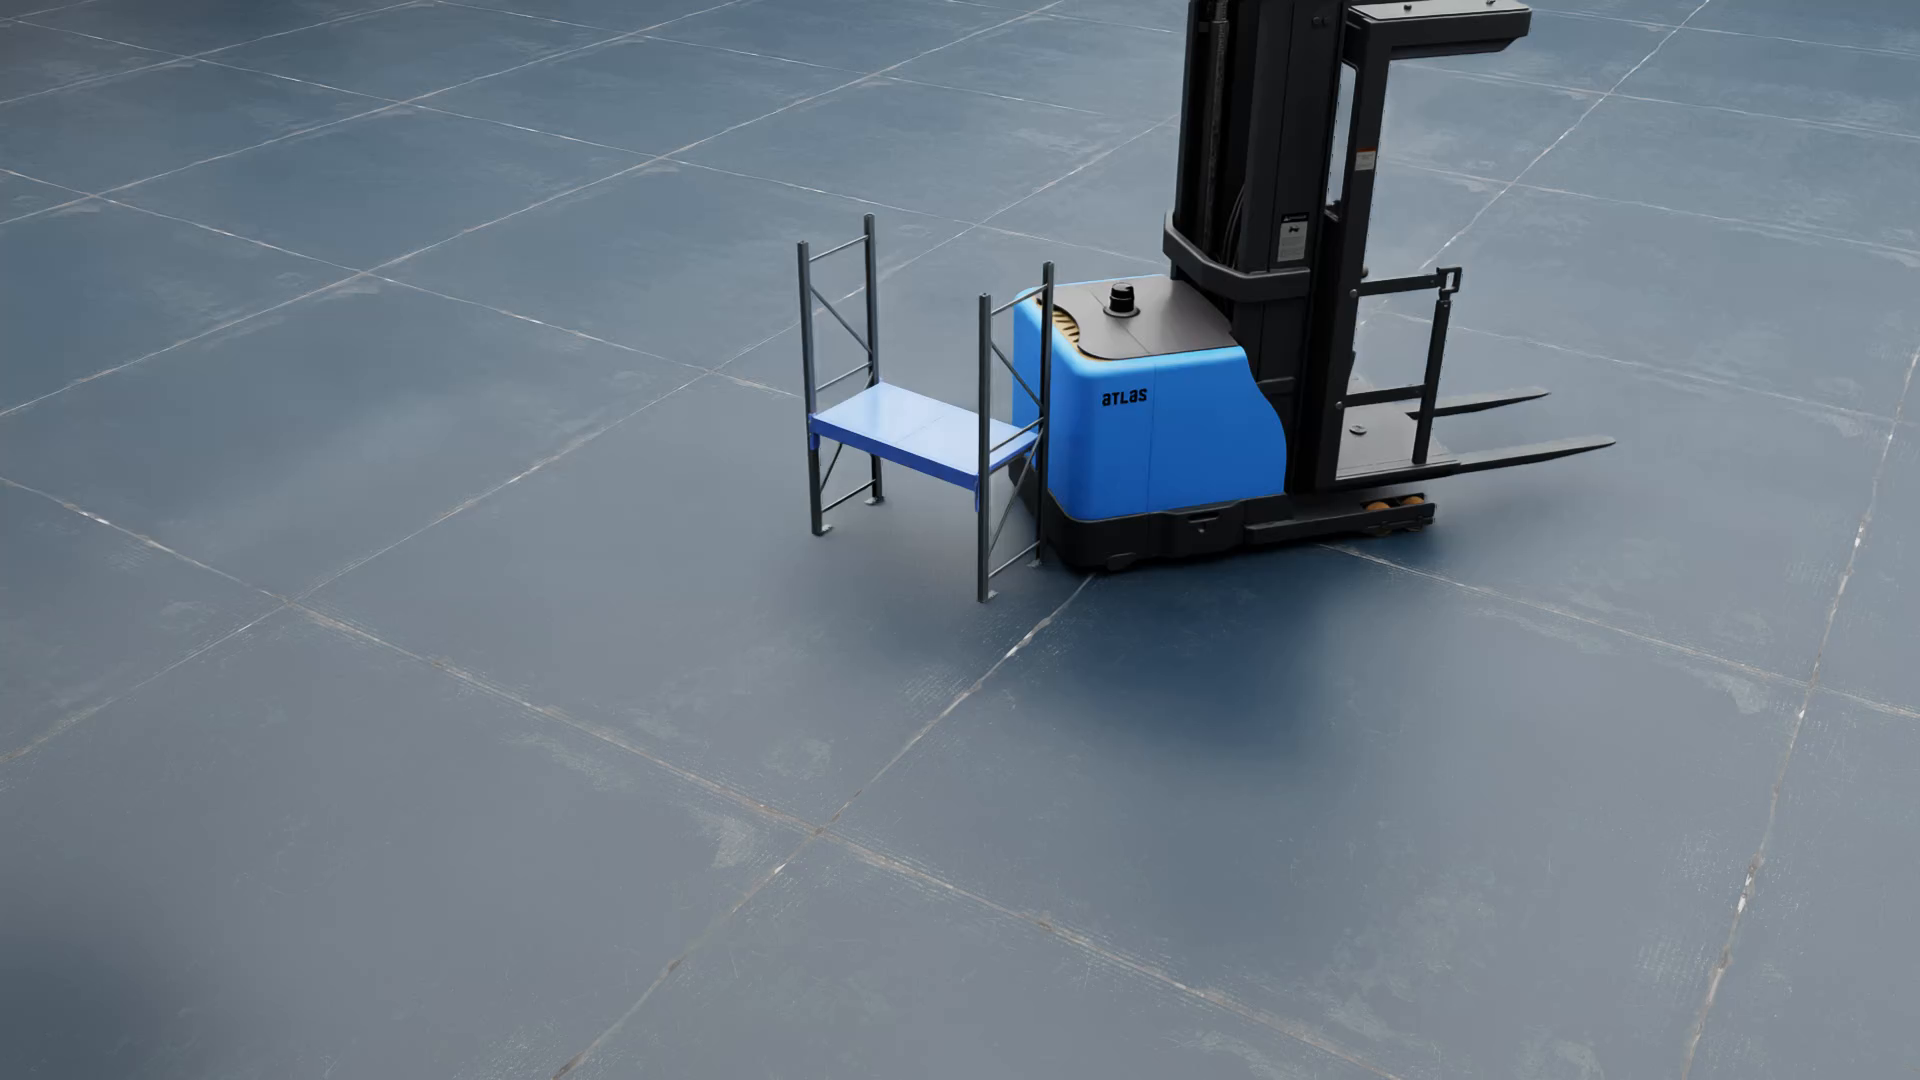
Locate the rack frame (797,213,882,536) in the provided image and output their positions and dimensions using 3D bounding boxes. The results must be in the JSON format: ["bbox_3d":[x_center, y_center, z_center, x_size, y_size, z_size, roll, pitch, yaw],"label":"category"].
[{"bbox_3d":[-0.561,-0.772,7.937,0.032,1.500,0.500,21,36,32],"label":"rack frame"}]

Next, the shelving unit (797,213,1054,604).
[{"bbox_3d":[-0.159,-0.615,7.668,1.048,1.500,0.538,21,36,32],"label":"shelving unit"}]

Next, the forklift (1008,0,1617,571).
[{"bbox_3d":[1.824,-1.530,7.816,3.031,2.935,1.130,-8,31,-14],"label":"forklift"}]

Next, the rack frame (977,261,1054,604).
[{"bbox_3d":[0.244,-0.458,7.400,0.032,1.500,0.500,21,36,32],"label":"rack frame"}]

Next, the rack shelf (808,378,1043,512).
[{"bbox_3d":[-0.159,-0.459,7.759,1.000,0.185,0.538,21,36,32],"label":"rack shelf"}]
